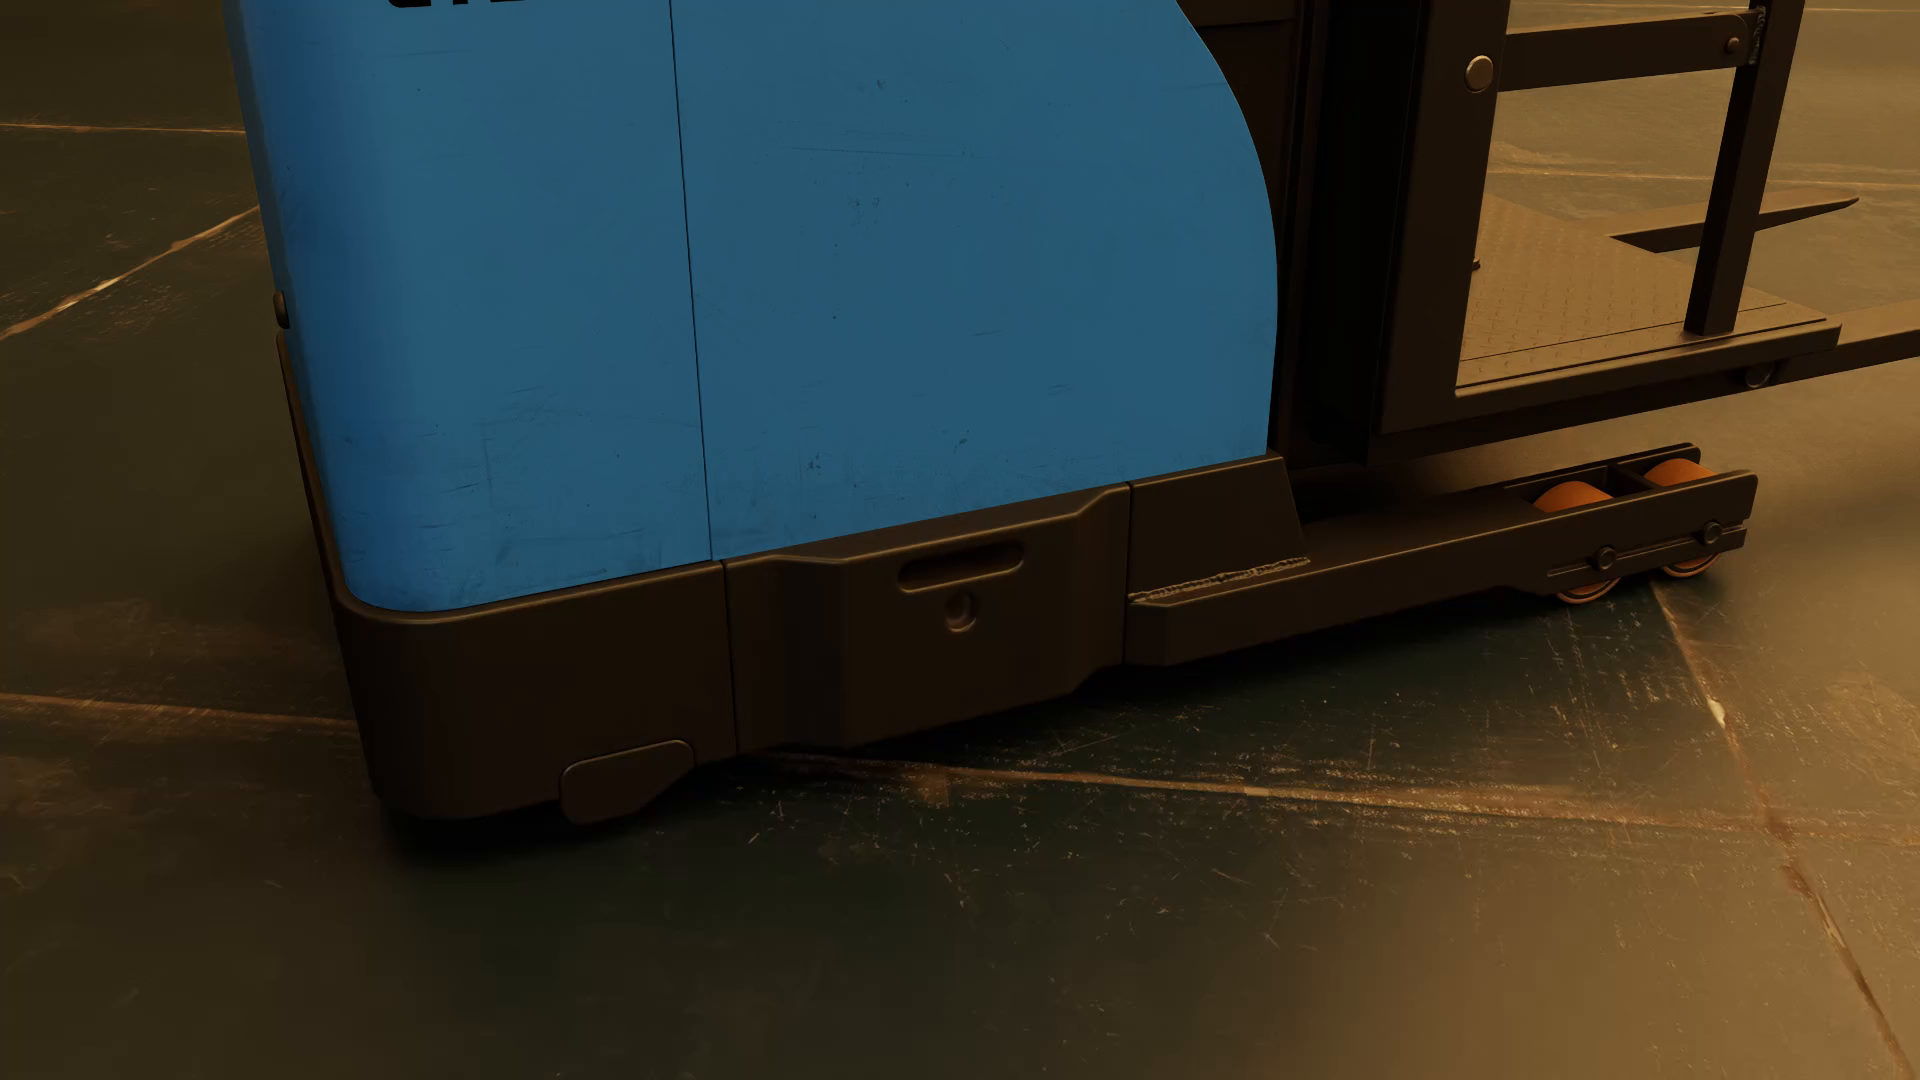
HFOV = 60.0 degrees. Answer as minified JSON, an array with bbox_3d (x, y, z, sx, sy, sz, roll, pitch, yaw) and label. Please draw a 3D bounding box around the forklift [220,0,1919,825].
[{"bbox_3d":[0.575,-1.426,2.076,3.031,2.935,1.130,-11,29,-21],"label":"forklift"}]
